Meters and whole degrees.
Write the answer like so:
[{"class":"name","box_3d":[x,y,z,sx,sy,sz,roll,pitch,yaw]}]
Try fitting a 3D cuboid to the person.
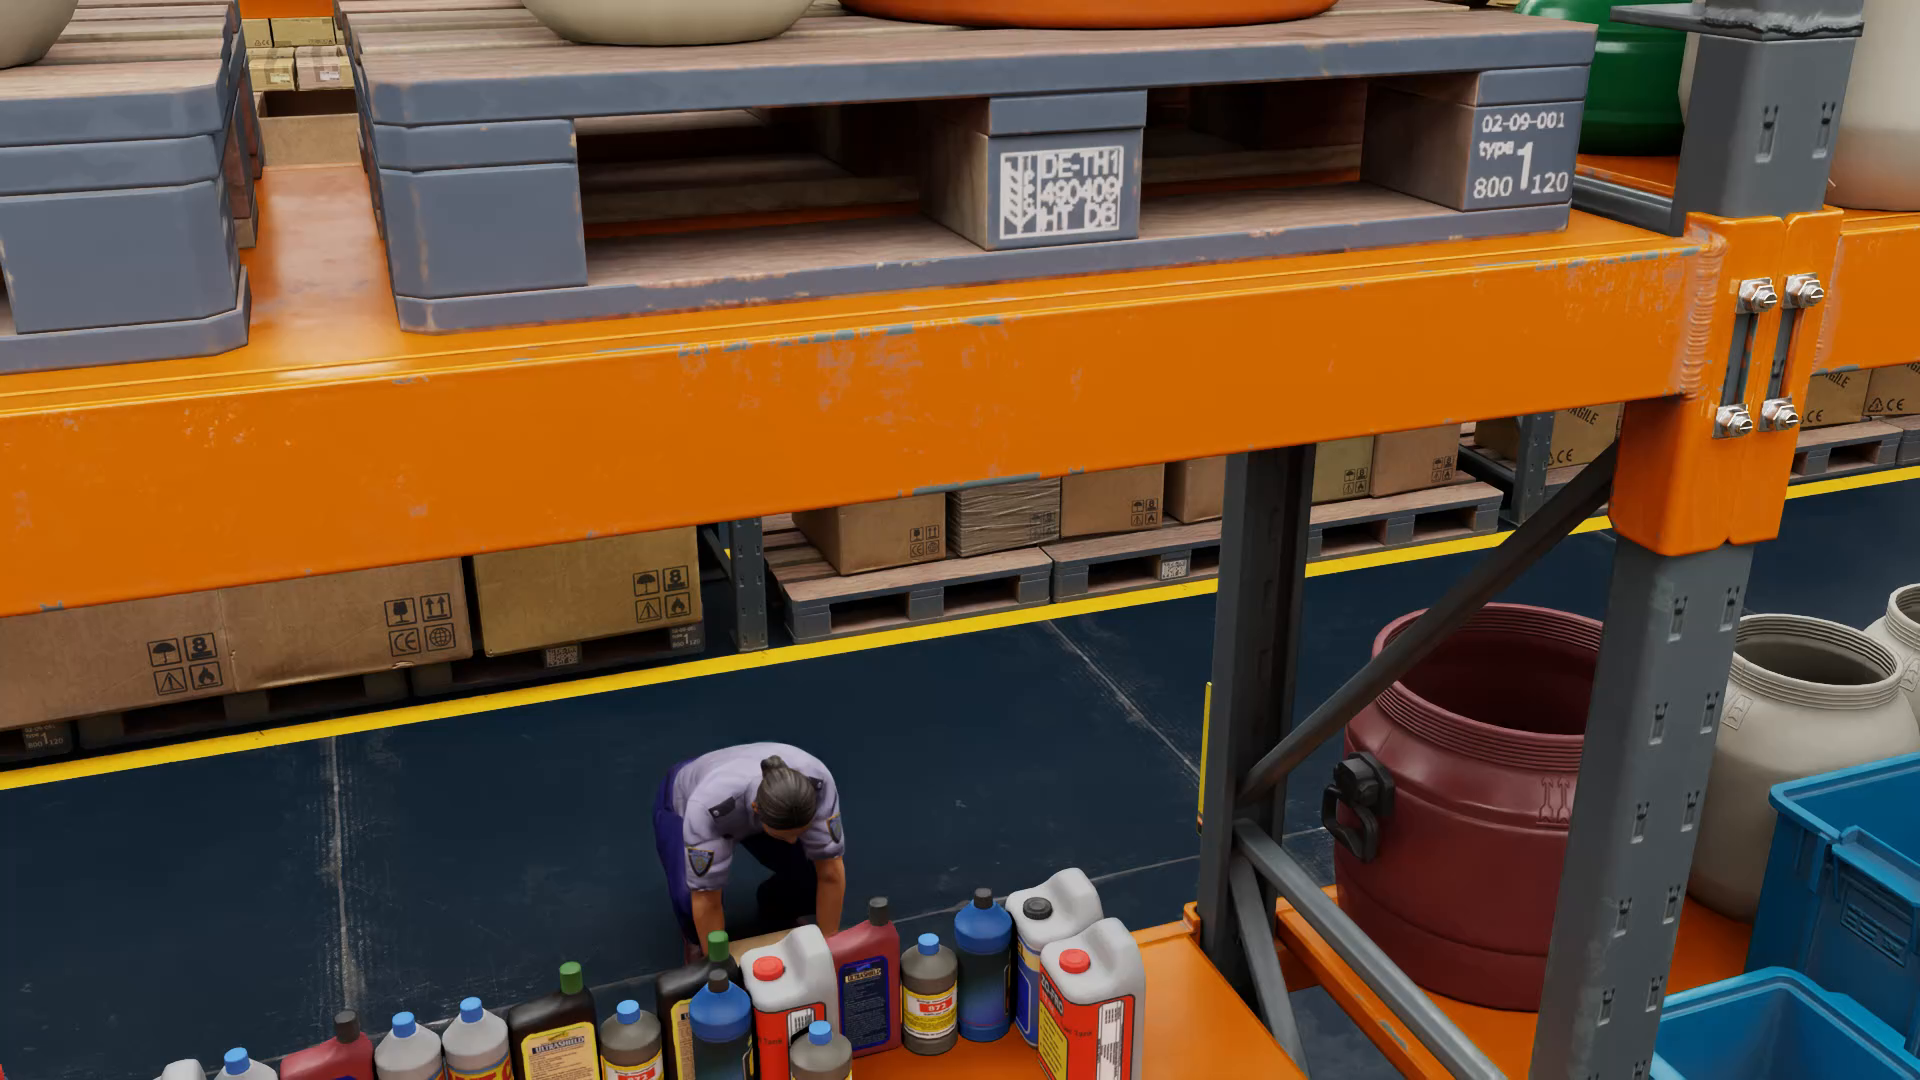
[{"class":"person","box_3d":[-0.635,0.917,4.976,0.514,0.843,0.822,-8,24,-19]}]
